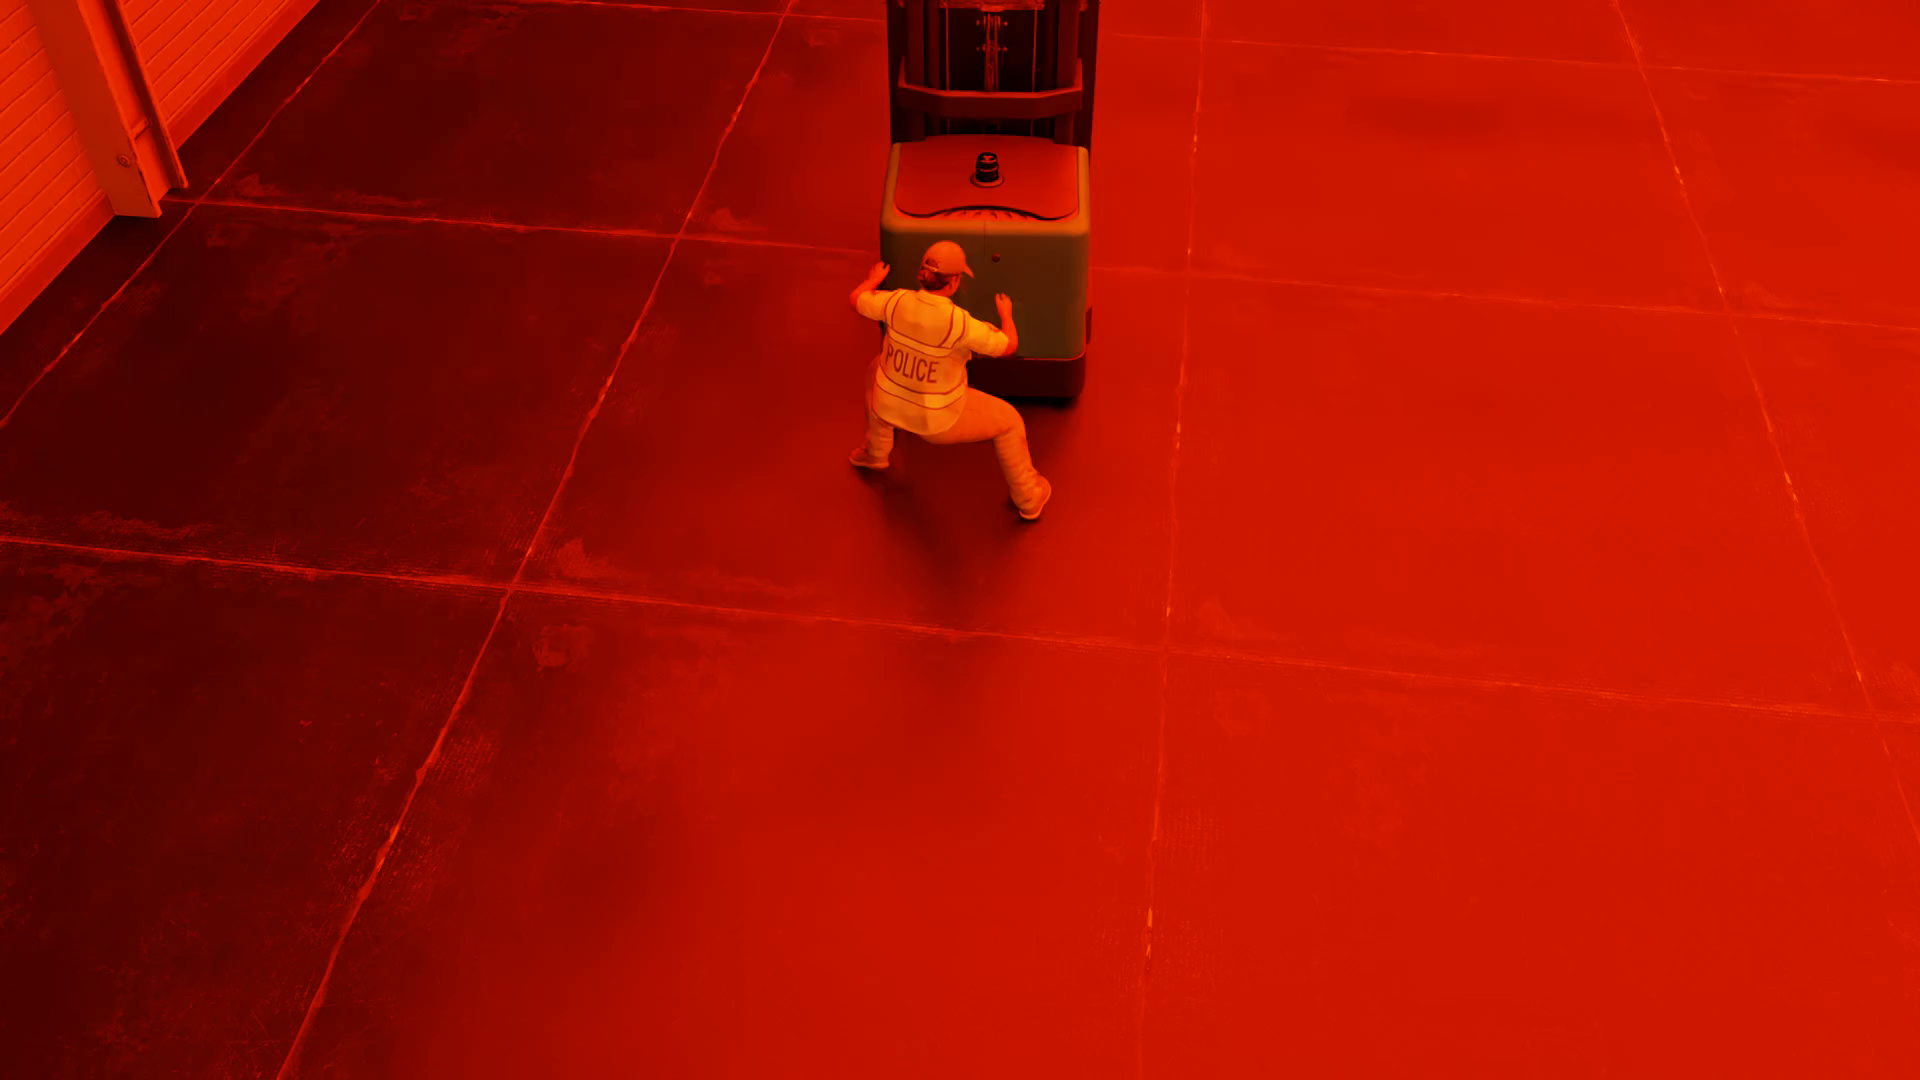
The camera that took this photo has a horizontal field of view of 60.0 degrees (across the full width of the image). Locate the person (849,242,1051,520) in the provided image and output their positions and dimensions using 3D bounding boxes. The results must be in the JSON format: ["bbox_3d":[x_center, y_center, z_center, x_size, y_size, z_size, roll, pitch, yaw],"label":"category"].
[{"bbox_3d":[-0.083,-0.782,7.678,1.023,1.441,0.721,20,46,20],"label":"person"}]

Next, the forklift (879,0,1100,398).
[{"bbox_3d":[0.179,-2.796,8.768,1.130,2.935,3.031,2,43,2],"label":"forklift"}]
